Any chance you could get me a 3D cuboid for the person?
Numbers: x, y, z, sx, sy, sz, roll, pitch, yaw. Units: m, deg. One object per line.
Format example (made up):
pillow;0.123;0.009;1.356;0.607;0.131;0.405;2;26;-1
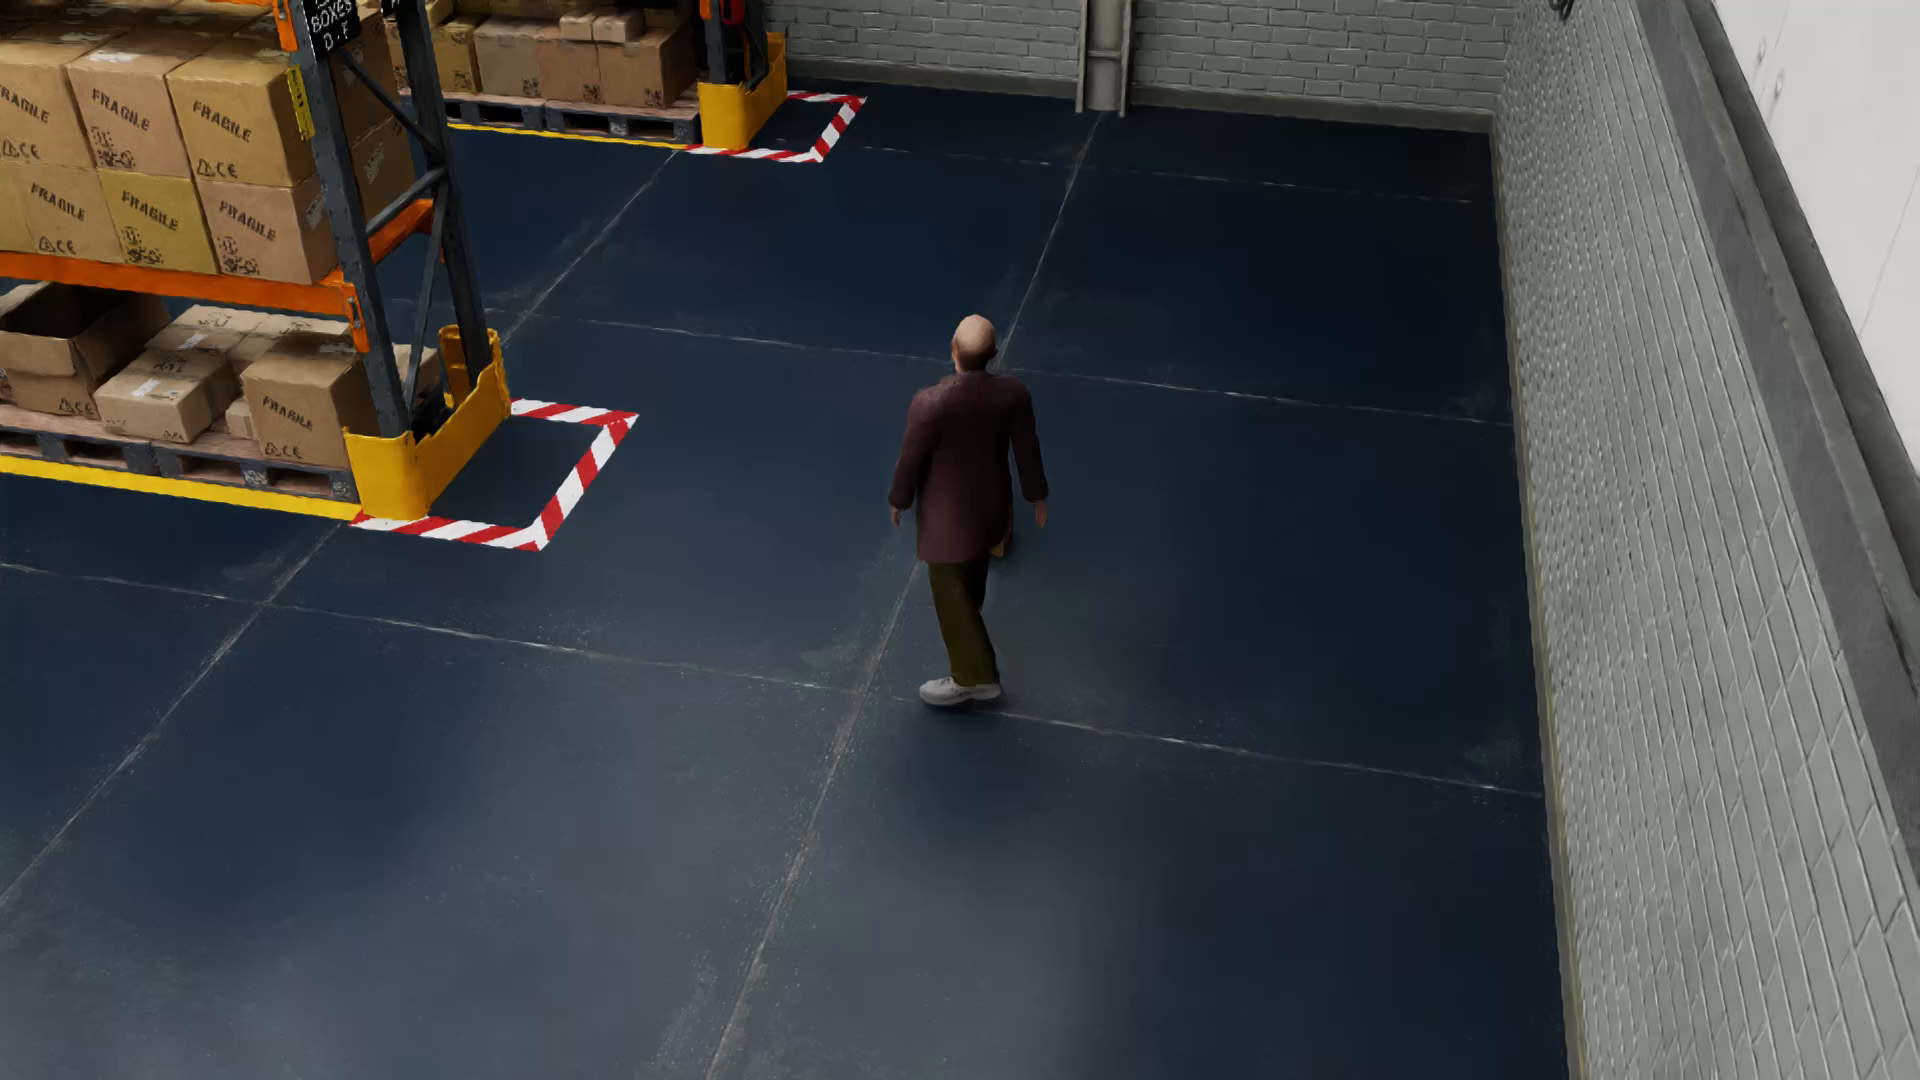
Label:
person;0.050;-0.155;7.194;0.683;1.773;0.730;-16;39;-21
